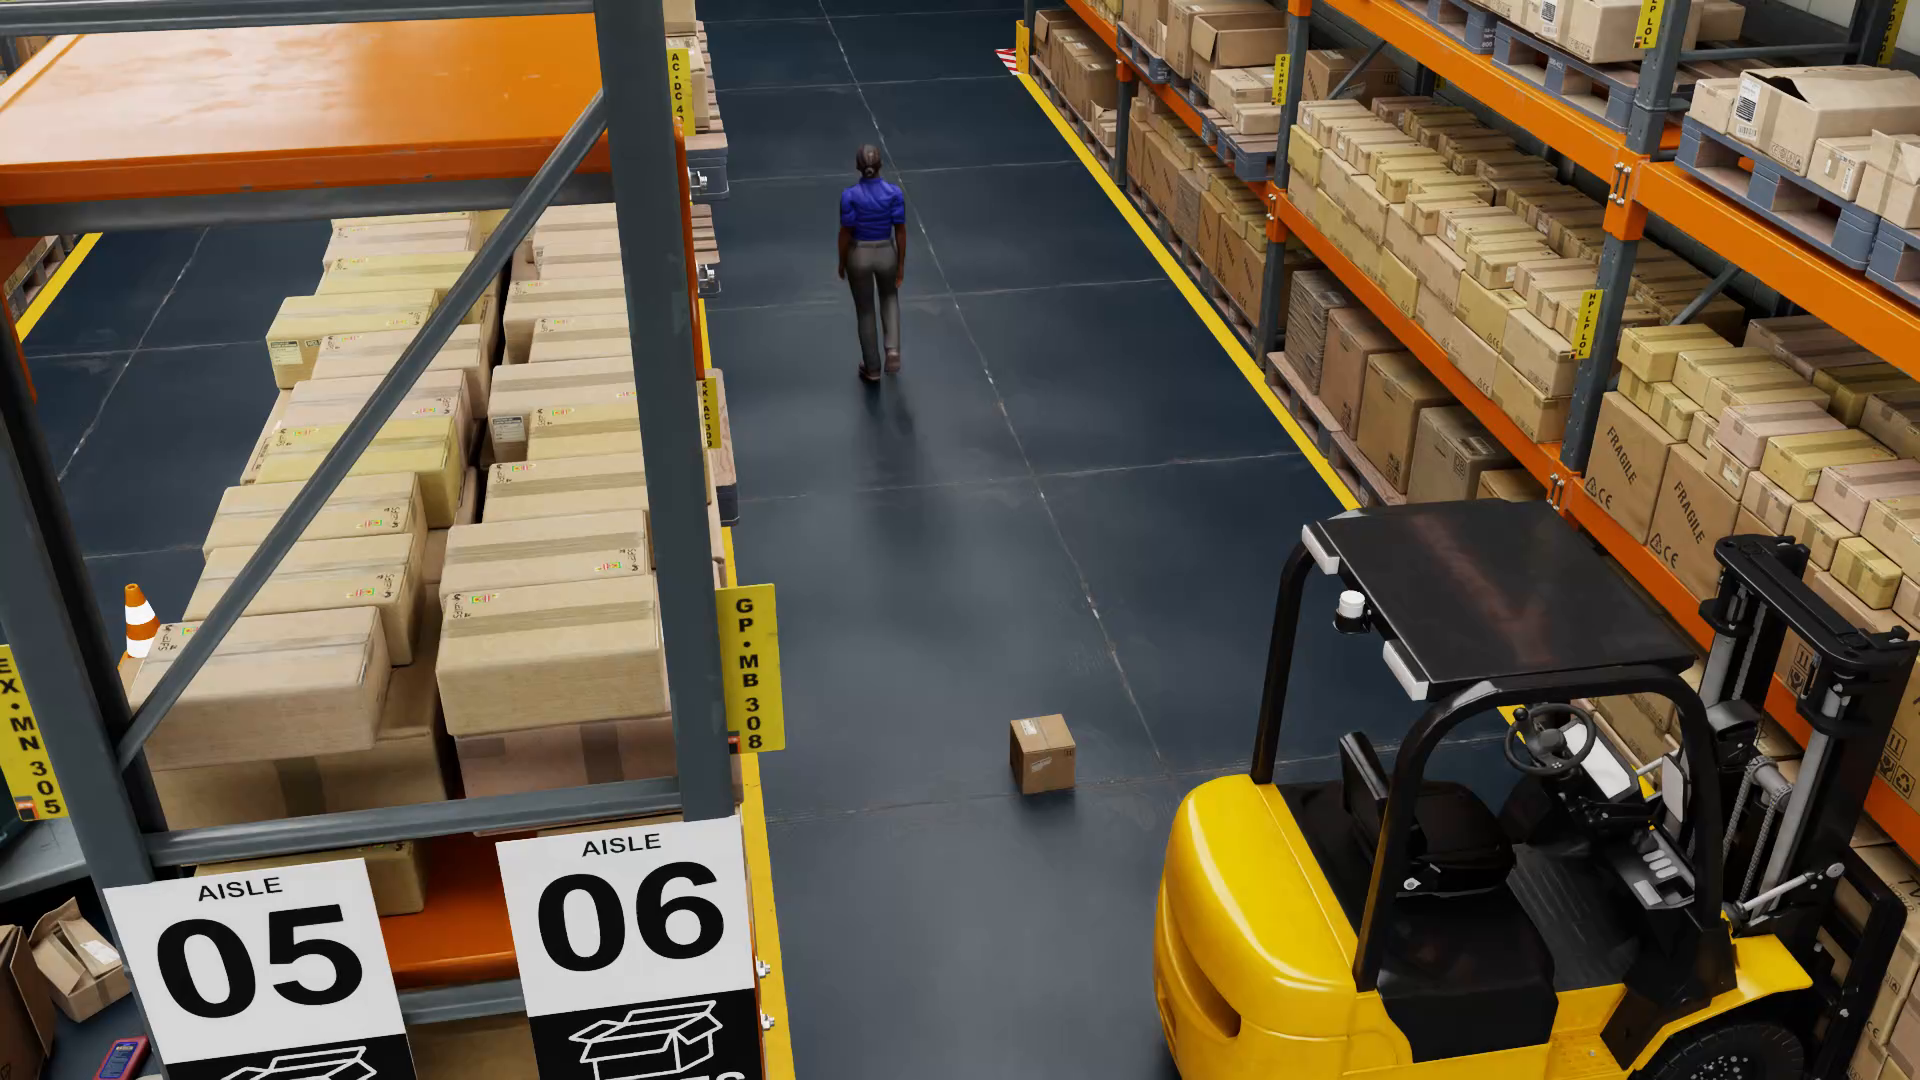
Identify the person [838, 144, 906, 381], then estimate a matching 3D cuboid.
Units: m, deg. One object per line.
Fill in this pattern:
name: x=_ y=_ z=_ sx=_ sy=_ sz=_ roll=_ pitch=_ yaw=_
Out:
person: x=-0.605 y=-1.886 z=11.265 sx=0.444 sy=1.672 sz=0.423 roll=-8 pitch=32 yaw=-13
